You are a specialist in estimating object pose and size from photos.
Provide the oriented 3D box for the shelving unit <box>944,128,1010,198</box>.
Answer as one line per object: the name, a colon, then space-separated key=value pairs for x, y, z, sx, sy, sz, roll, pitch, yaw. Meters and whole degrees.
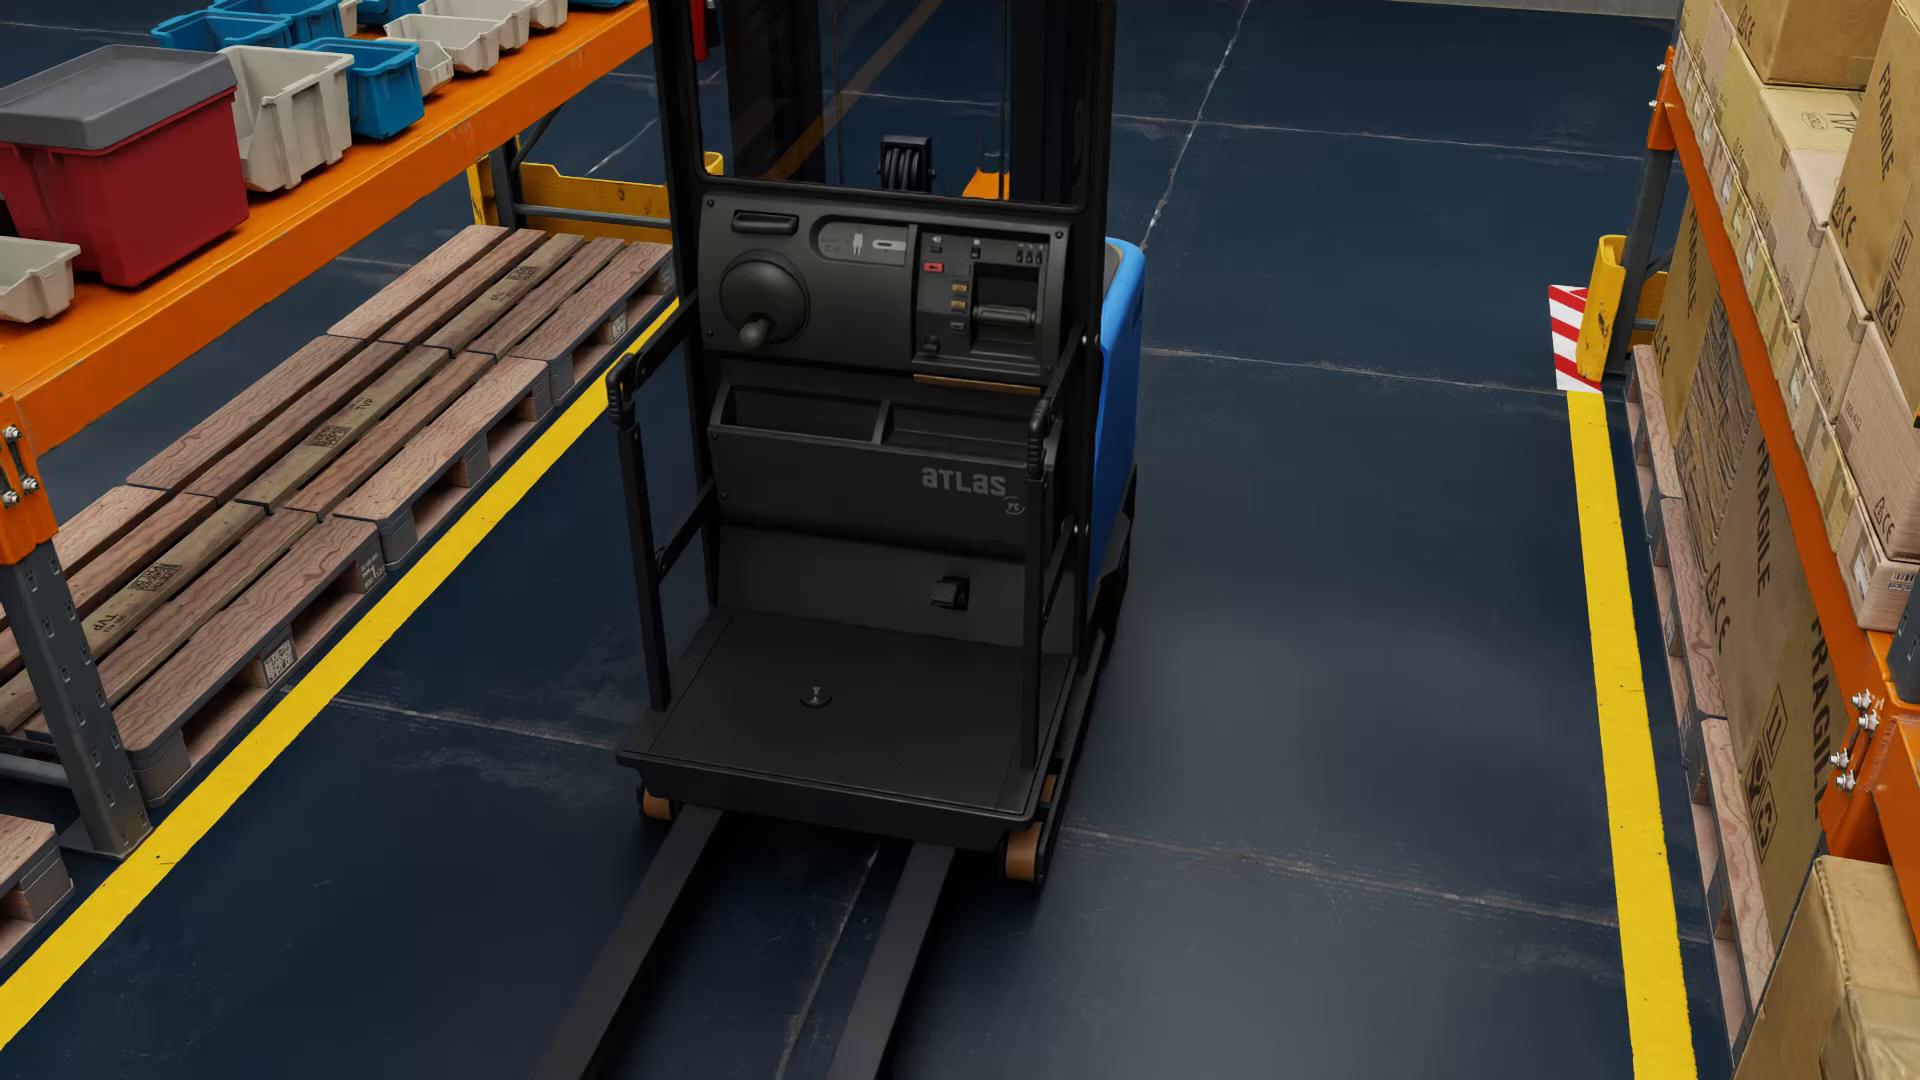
shelving unit: x=0.124 y=-0.772 z=5.846 sx=0.258 sy=1.200 sz=0.503 roll=7 pitch=33 yaw=11

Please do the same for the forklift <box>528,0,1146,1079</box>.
forklift: x=-0.246 y=-0.571 z=3.917 sx=1.130 sy=2.935 sz=3.031 roll=7 pitch=33 yaw=11

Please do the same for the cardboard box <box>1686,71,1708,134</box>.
cardboard box: x=2.586 y=-1.402 z=5.394 sx=0.380 sy=0.149 sz=0.250 roll=7 pitch=33 yaw=11

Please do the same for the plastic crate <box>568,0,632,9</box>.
plastic crate: x=-1.571 y=-2.429 z=6.686 sx=0.616 sy=0.435 sz=0.499 roll=8 pitch=33 yaw=12

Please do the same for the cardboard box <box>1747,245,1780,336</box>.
cardboard box: x=2.195 y=-0.602 z=4.135 sx=0.380 sy=0.149 sz=0.250 roll=7 pitch=33 yaw=12

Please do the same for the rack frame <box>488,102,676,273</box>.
rack frame: x=-1.667 y=-2.588 z=7.025 sx=1.000 sy=3.000 sz=0.127 roll=8 pitch=33 yaw=12

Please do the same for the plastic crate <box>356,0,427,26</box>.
plastic crate: x=-2.215 y=-2.118 z=6.385 sx=0.416 sy=0.233 sz=0.300 roll=8 pitch=33 yaw=12

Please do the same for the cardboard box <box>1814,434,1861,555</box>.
cardboard box: x=1.934 y=-0.069 z=3.296 sx=0.380 sy=0.149 sz=0.250 roll=9 pitch=33 yaw=13

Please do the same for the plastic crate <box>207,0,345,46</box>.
plastic crate: x=-2.382 y=-1.776 z=5.848 sx=0.416 sy=0.233 sz=0.300 roll=8 pitch=33 yaw=12

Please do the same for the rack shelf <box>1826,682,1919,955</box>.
rack shelf: x=1.601 y=1.504 z=1.259 sx=1.077 sy=0.370 sz=4.000 roll=8 pitch=33 yaw=12

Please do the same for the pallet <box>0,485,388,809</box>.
pallet: x=-2.533 y=0.278 z=5.116 sx=1.003 sy=0.211 sz=1.213 roll=8 pitch=33 yaw=12

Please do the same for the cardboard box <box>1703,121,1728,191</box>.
cardboard box: x=2.456 y=-1.135 z=4.973 sx=0.380 sy=0.149 sz=0.250 roll=7 pitch=33 yaw=11

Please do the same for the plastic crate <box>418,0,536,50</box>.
plastic crate: x=-1.786 y=-1.906 z=6.142 sx=0.396 sy=0.136 sz=0.243 roll=8 pitch=33 yaw=12

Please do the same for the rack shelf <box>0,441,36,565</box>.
rack shelf: x=-3.190 y=0.829 z=2.320 sx=1.077 sy=0.370 sz=4.000 roll=8 pitch=33 yaw=12

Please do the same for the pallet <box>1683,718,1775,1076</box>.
pallet: x=2.377 y=0.955 z=4.051 sx=1.003 sy=0.211 sz=1.213 roll=8 pitch=33 yaw=12

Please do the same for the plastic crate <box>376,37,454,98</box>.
plastic crate: x=-1.891 y=-1.602 z=5.663 sx=0.298 sy=0.136 sz=0.250 roll=8 pitch=33 yaw=12

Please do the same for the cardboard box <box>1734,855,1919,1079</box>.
cardboard box: x=1.966 y=1.216 z=2.630 sx=1.225 sy=0.875 sz=0.875 roll=8 pitch=33 yaw=13

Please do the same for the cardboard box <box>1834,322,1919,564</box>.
cardboard box: x=1.967 y=-0.165 z=3.076 sx=0.500 sy=0.250 sz=0.500 roll=7 pitch=33 yaw=11

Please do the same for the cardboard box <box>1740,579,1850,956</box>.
cardboard box: x=2.354 y=0.550 z=3.678 sx=0.875 sy=0.875 sz=0.875 roll=8 pitch=33 yaw=12

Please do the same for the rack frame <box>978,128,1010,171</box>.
rack frame: x=0.181 y=-0.899 z=6.046 sx=0.240 sy=1.200 sz=0.015 roll=7 pitch=33 yaw=11

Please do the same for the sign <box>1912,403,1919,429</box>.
sign: x=1.571 y=-0.311 z=2.563 sx=0.100 sy=0.325 sz=0.005 roll=8 pitch=33 yaw=12

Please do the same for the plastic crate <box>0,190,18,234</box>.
plastic crate: x=-2.658 y=-1.039 z=4.789 sx=0.437 sy=0.125 sz=0.590 roll=8 pitch=33 yaw=12

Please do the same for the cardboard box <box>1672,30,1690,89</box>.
cardboard box: x=2.714 y=-1.668 z=5.812 sx=0.380 sy=0.149 sz=0.250 roll=8 pitch=33 yaw=13

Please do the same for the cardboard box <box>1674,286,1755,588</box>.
cardboard box: x=2.808 y=-0.379 z=5.139 sx=0.875 sy=0.875 sz=0.875 roll=8 pitch=33 yaw=12

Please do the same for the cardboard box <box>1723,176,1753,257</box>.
cardboard box: x=2.325 y=-0.870 z=4.557 sx=0.380 sy=0.149 sz=0.250 roll=7 pitch=33 yaw=11

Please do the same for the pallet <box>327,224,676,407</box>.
pallet: x=-1.914 y=-0.988 z=7.108 sx=1.003 sy=0.211 sz=1.213 roll=8 pitch=33 yaw=12

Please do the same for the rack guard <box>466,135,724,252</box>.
rack guard: x=-1.674 y=-1.547 z=7.718 sx=1.175 sy=0.500 sz=0.348 roll=8 pitch=33 yaw=12

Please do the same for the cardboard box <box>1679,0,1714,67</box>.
cardboard box: x=2.741 y=-1.763 z=5.591 sx=0.500 sy=0.250 sz=0.500 roll=7 pitch=33 yaw=11

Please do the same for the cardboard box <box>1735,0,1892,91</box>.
cardboard box: x=2.488 y=-1.551 z=4.557 sx=0.500 sy=0.500 sz=0.500 roll=7 pitch=33 yaw=11

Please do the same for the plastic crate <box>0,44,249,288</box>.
plastic crate: x=-2.213 y=-0.994 z=4.402 sx=0.402 sy=0.464 sz=0.583 roll=8 pitch=33 yaw=12

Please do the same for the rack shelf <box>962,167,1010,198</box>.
rack shelf: x=0.124 y=-1.104 z=5.635 sx=0.258 sy=0.148 sz=0.480 roll=7 pitch=33 yaw=11

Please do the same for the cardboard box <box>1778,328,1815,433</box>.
cardboard box: x=2.065 y=-0.335 z=3.715 sx=0.380 sy=0.149 sz=0.250 roll=9 pitch=33 yaw=13

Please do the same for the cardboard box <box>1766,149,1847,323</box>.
cardboard box: x=2.225 y=-0.699 z=3.916 sx=0.500 sy=0.250 sz=0.500 roll=9 pitch=33 yaw=13

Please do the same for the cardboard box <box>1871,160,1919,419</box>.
cardboard box: x=1.967 y=-0.492 z=2.891 sx=0.500 sy=0.500 sz=0.500 roll=9 pitch=34 yaw=14

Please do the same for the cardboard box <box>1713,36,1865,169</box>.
cardboard box: x=2.484 y=-1.233 z=4.755 sx=0.500 sy=0.250 sz=0.500 roll=7 pitch=33 yaw=11

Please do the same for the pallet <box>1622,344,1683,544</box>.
pallet: x=2.997 y=-0.311 z=6.043 sx=1.003 sy=0.211 sz=1.213 roll=8 pitch=33 yaw=12
